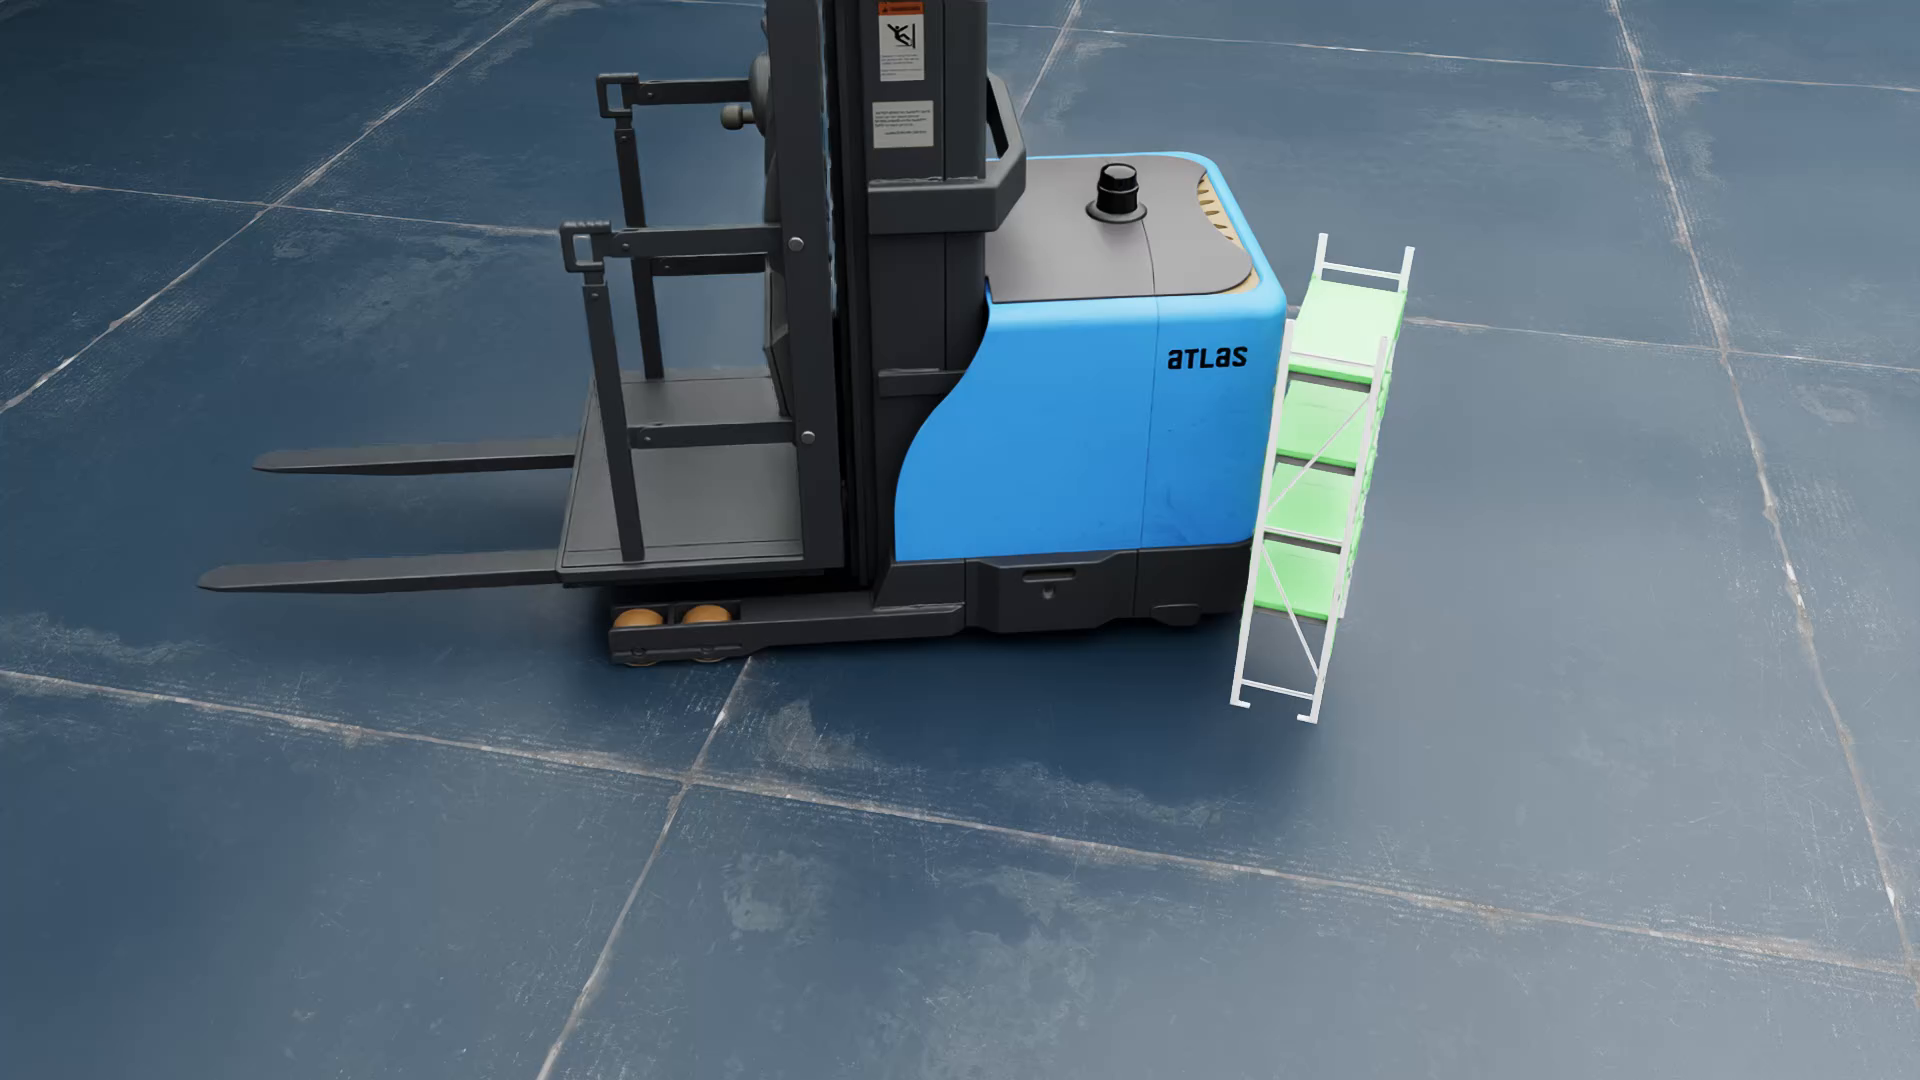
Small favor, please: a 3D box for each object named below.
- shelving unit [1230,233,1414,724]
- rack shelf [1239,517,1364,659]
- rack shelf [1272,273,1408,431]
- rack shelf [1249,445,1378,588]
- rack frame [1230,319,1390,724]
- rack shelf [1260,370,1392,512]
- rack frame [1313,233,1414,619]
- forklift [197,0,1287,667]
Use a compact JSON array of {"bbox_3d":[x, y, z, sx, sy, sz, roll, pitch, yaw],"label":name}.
[{"bbox_3d":[0.953,-0.144,4.423,0.258,1.200,0.503,12,38,15],"label":"shelving unit"},{"bbox_3d":[0.949,0.101,4.603,0.258,0.148,0.480,12,38,15],"label":"rack shelf"},{"bbox_3d":[0.958,-0.480,4.177,0.258,0.148,0.480,12,38,15],"label":"rack shelf"},{"bbox_3d":[0.952,-0.093,4.461,0.258,0.148,0.480,12,38,15],"label":"rack shelf"},{"bbox_3d":[0.873,-0.009,4.236,0.240,1.200,0.015,12,38,15],"label":"rack frame"},{"bbox_3d":[0.955,-0.286,4.319,0.258,0.148,0.480,12,38,15],"label":"rack shelf"},{"bbox_3d":[1.032,-0.280,4.610,0.240,1.200,0.015,12,38,15],"label":"rack frame"},{"bbox_3d":[-0.677,-1.150,4.339,3.031,2.935,1.130,-3,36,-4],"label":"forklift"}]
